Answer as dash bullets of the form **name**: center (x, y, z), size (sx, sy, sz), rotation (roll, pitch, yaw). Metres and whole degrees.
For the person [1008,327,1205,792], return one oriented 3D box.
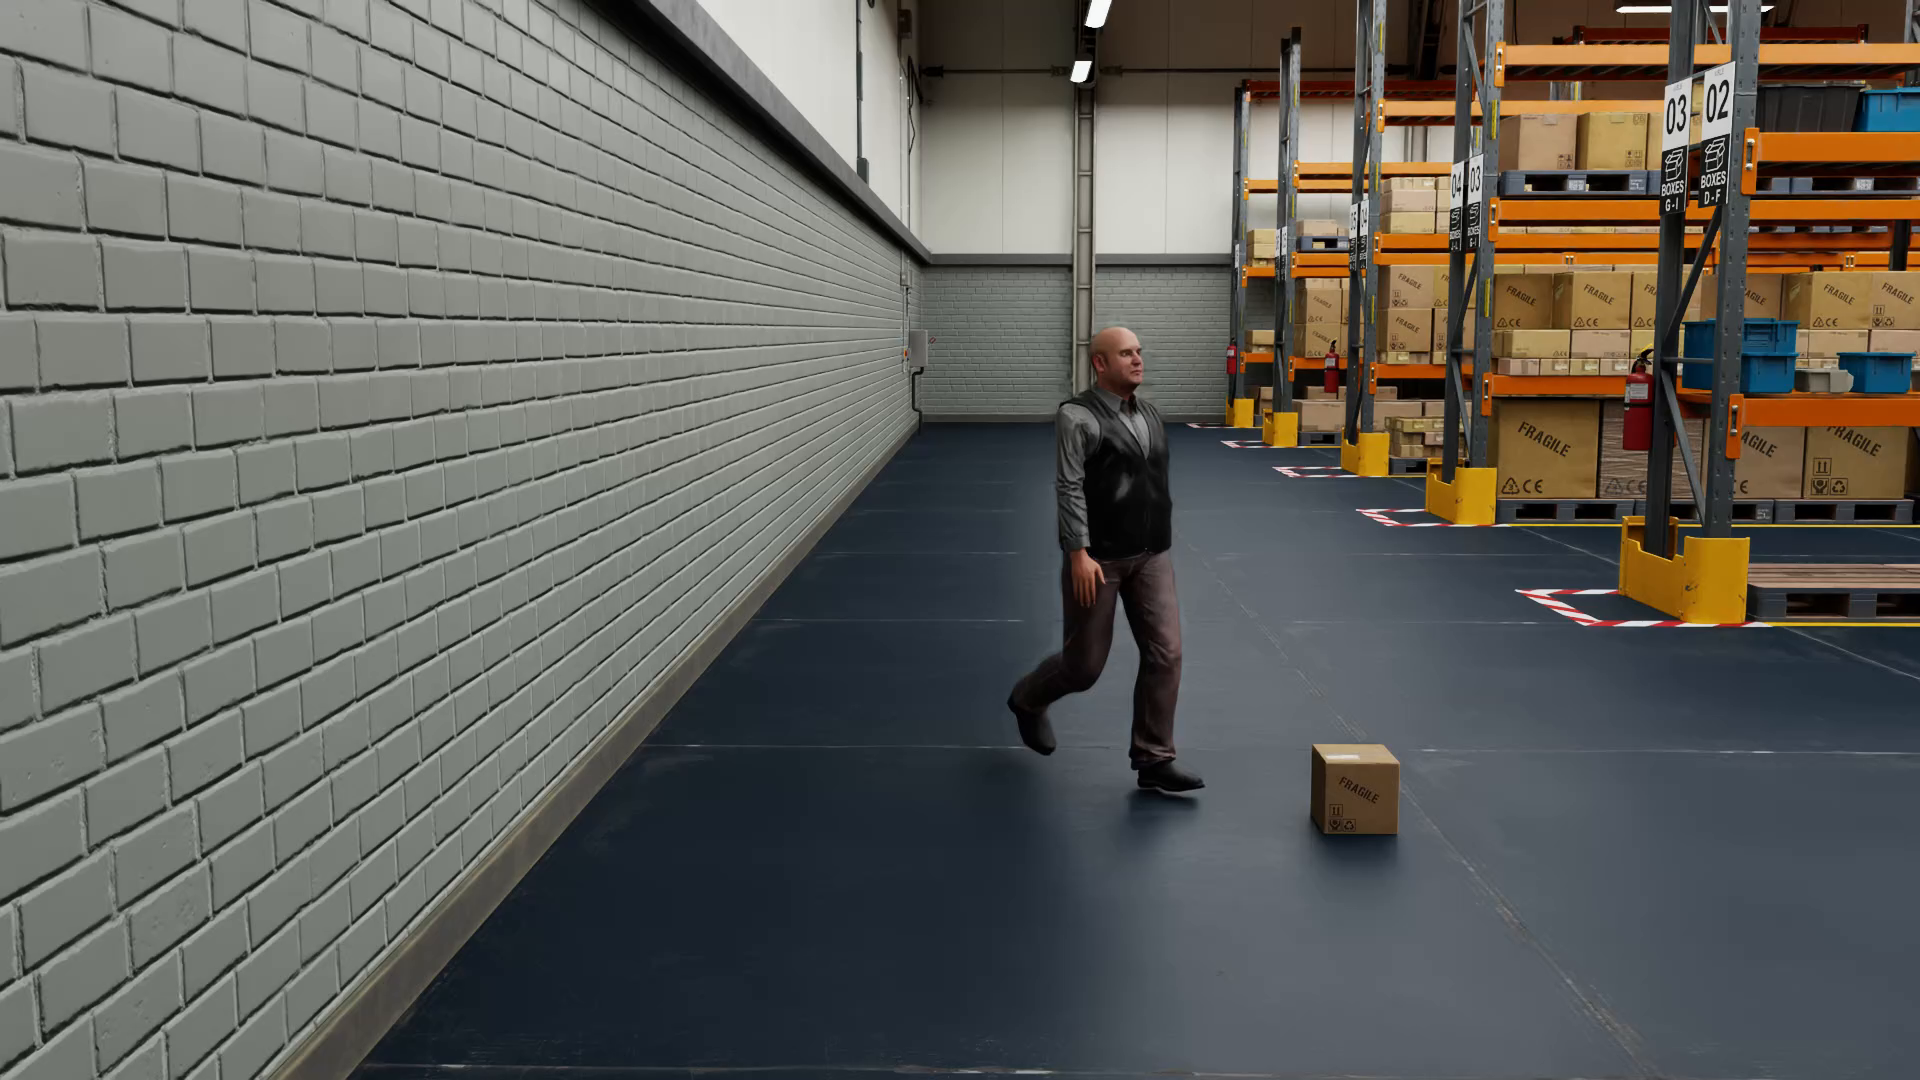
- **person**: center (0.549, 0.058, 6.194), size (0.539, 1.692, 0.900), rotation (-5, 9, -34)
